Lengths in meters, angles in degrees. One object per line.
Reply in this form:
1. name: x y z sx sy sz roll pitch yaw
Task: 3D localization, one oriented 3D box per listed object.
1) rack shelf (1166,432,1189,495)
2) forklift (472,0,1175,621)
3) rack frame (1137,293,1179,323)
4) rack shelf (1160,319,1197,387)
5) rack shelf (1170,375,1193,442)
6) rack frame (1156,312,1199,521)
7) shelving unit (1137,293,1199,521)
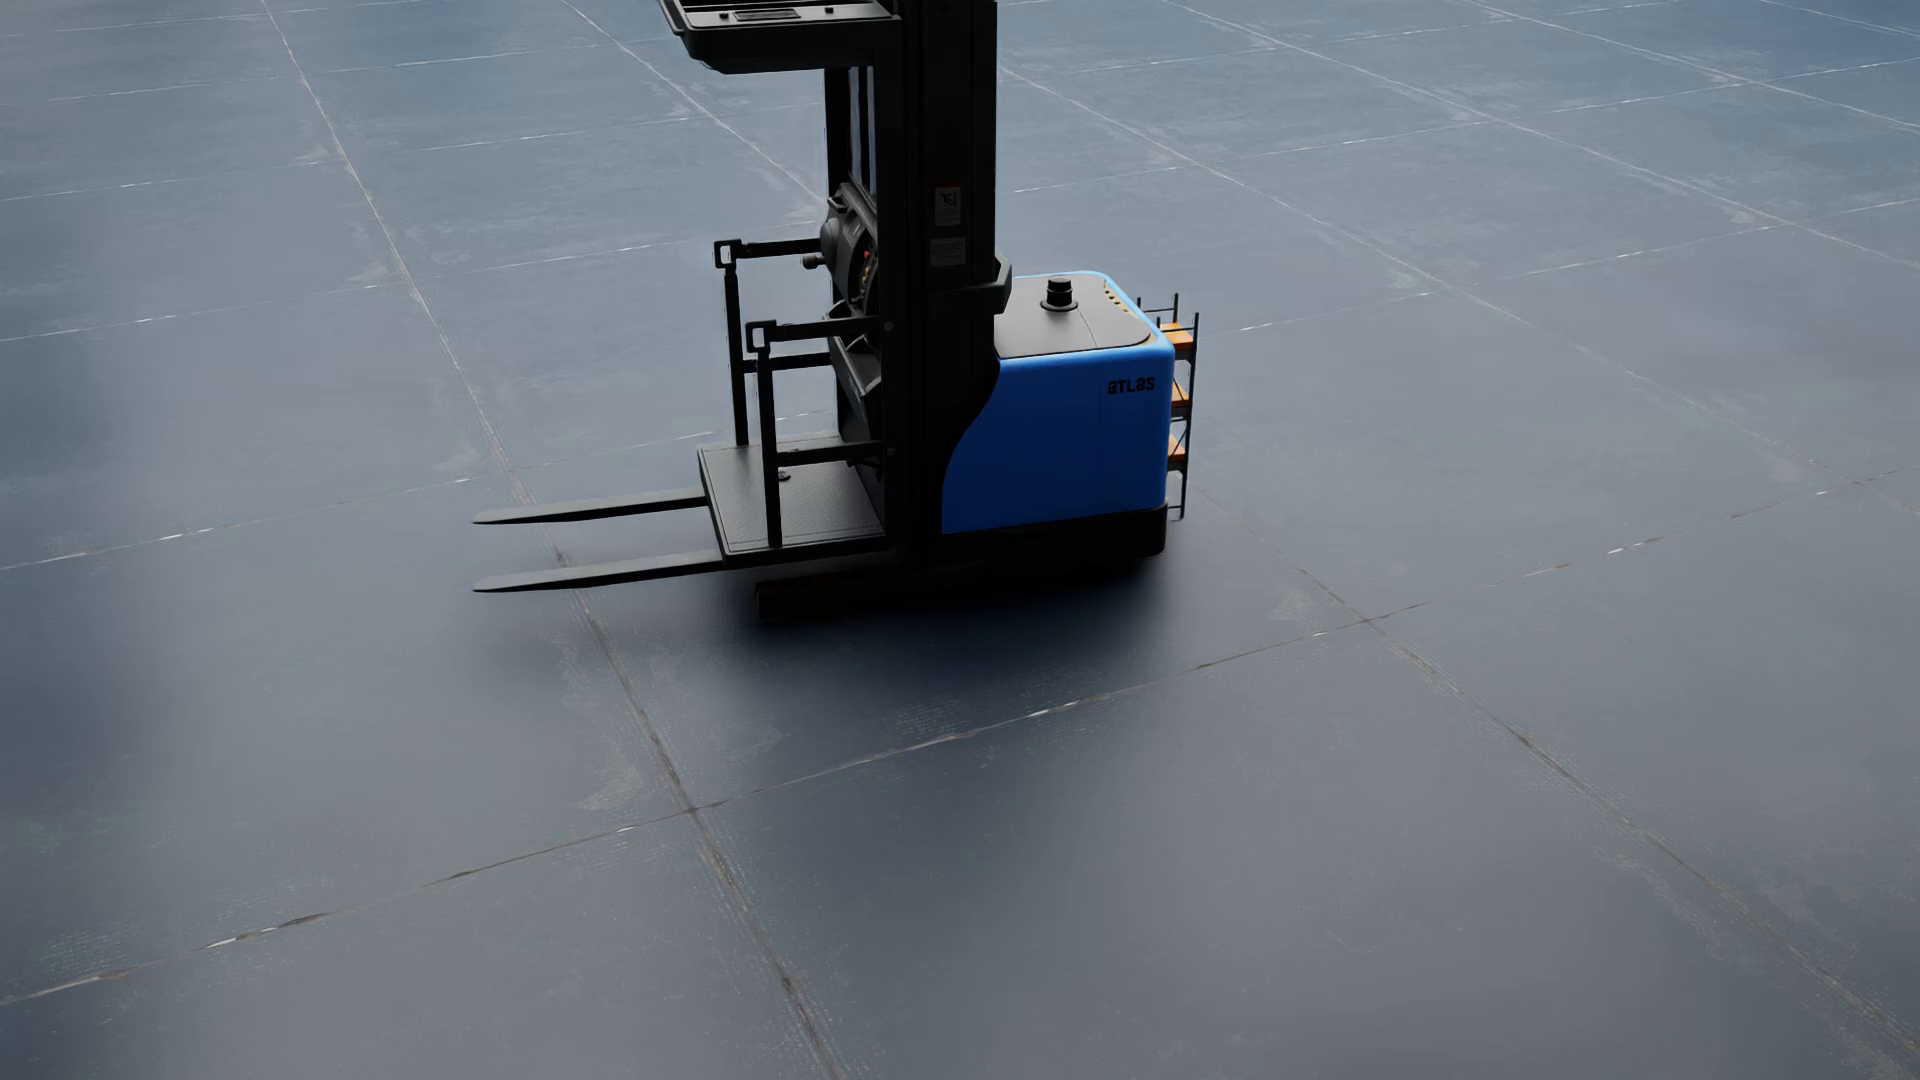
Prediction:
1. rack shelf: 0.936 -0.350 7.890 0.215 0.259 0.240 -8 30 -13
2. forklift: -0.644 -1.217 6.923 3.031 2.935 1.130 -7 30 -13
3. rack frame: 0.904 -0.659 7.852 0.200 1.050 0.008 -8 30 -13
4. rack shelf: 0.936 -0.840 7.616 0.215 0.259 0.240 -8 30 -13
5. rack shelf: 0.936 -0.592 7.754 0.215 0.259 0.240 -8 30 -13
6. rack frame: 0.968 -0.544 7.647 0.200 1.050 0.008 -8 30 -13
7. shelving unit: 0.936 -0.601 7.749 0.215 1.050 0.252 -8 30 -13
